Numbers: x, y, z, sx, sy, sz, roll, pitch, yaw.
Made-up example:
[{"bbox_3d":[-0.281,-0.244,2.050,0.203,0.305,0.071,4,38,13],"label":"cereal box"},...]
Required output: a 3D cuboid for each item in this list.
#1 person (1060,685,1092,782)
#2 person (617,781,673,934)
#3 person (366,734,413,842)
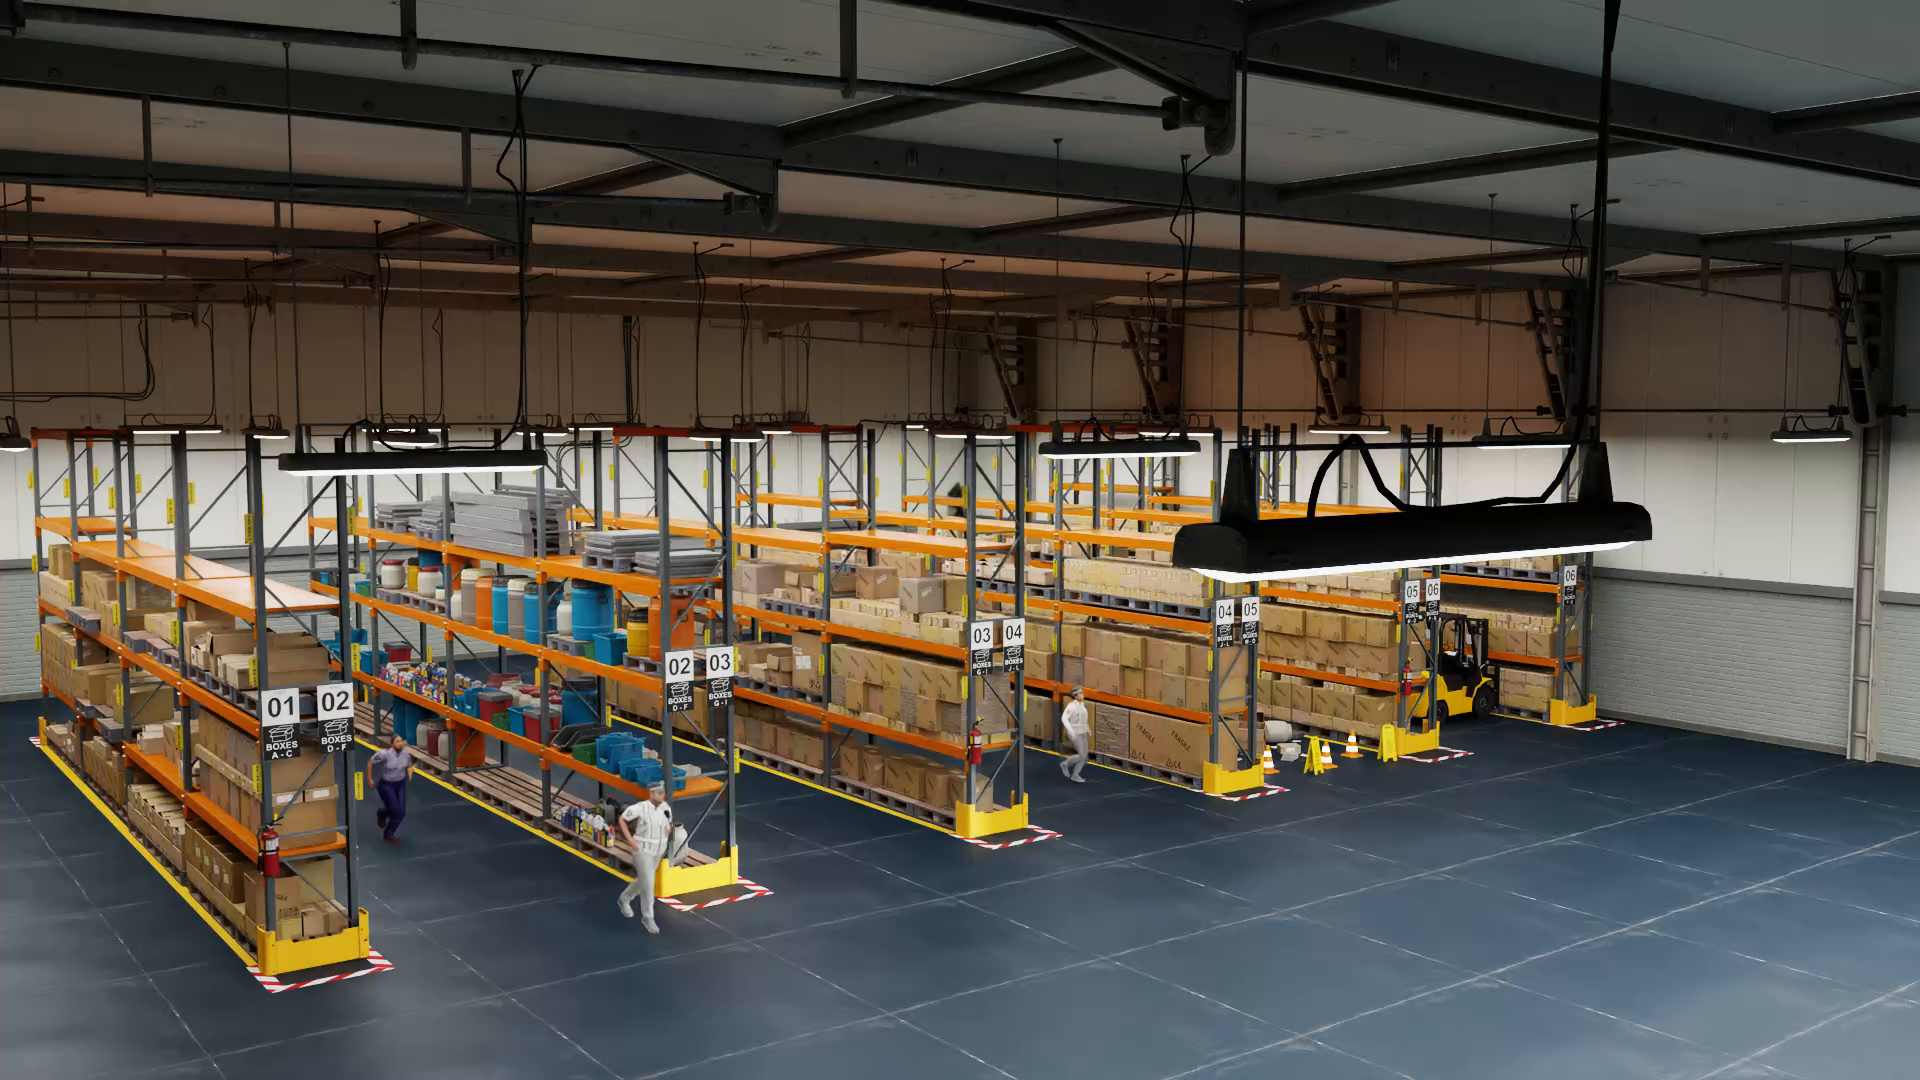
[{"bbox_3d":[1.972,3.289,28.287,0.503,1.661,0.627,3,5,34],"label":"person"},{"bbox_3d":[-3.835,3.850,20.554,0.918,1.773,0.701,3,6,37],"label":"person"},{"bbox_3d":[-8.293,3.642,24.345,0.624,1.595,0.645,4,6,40],"label":"person"}]
